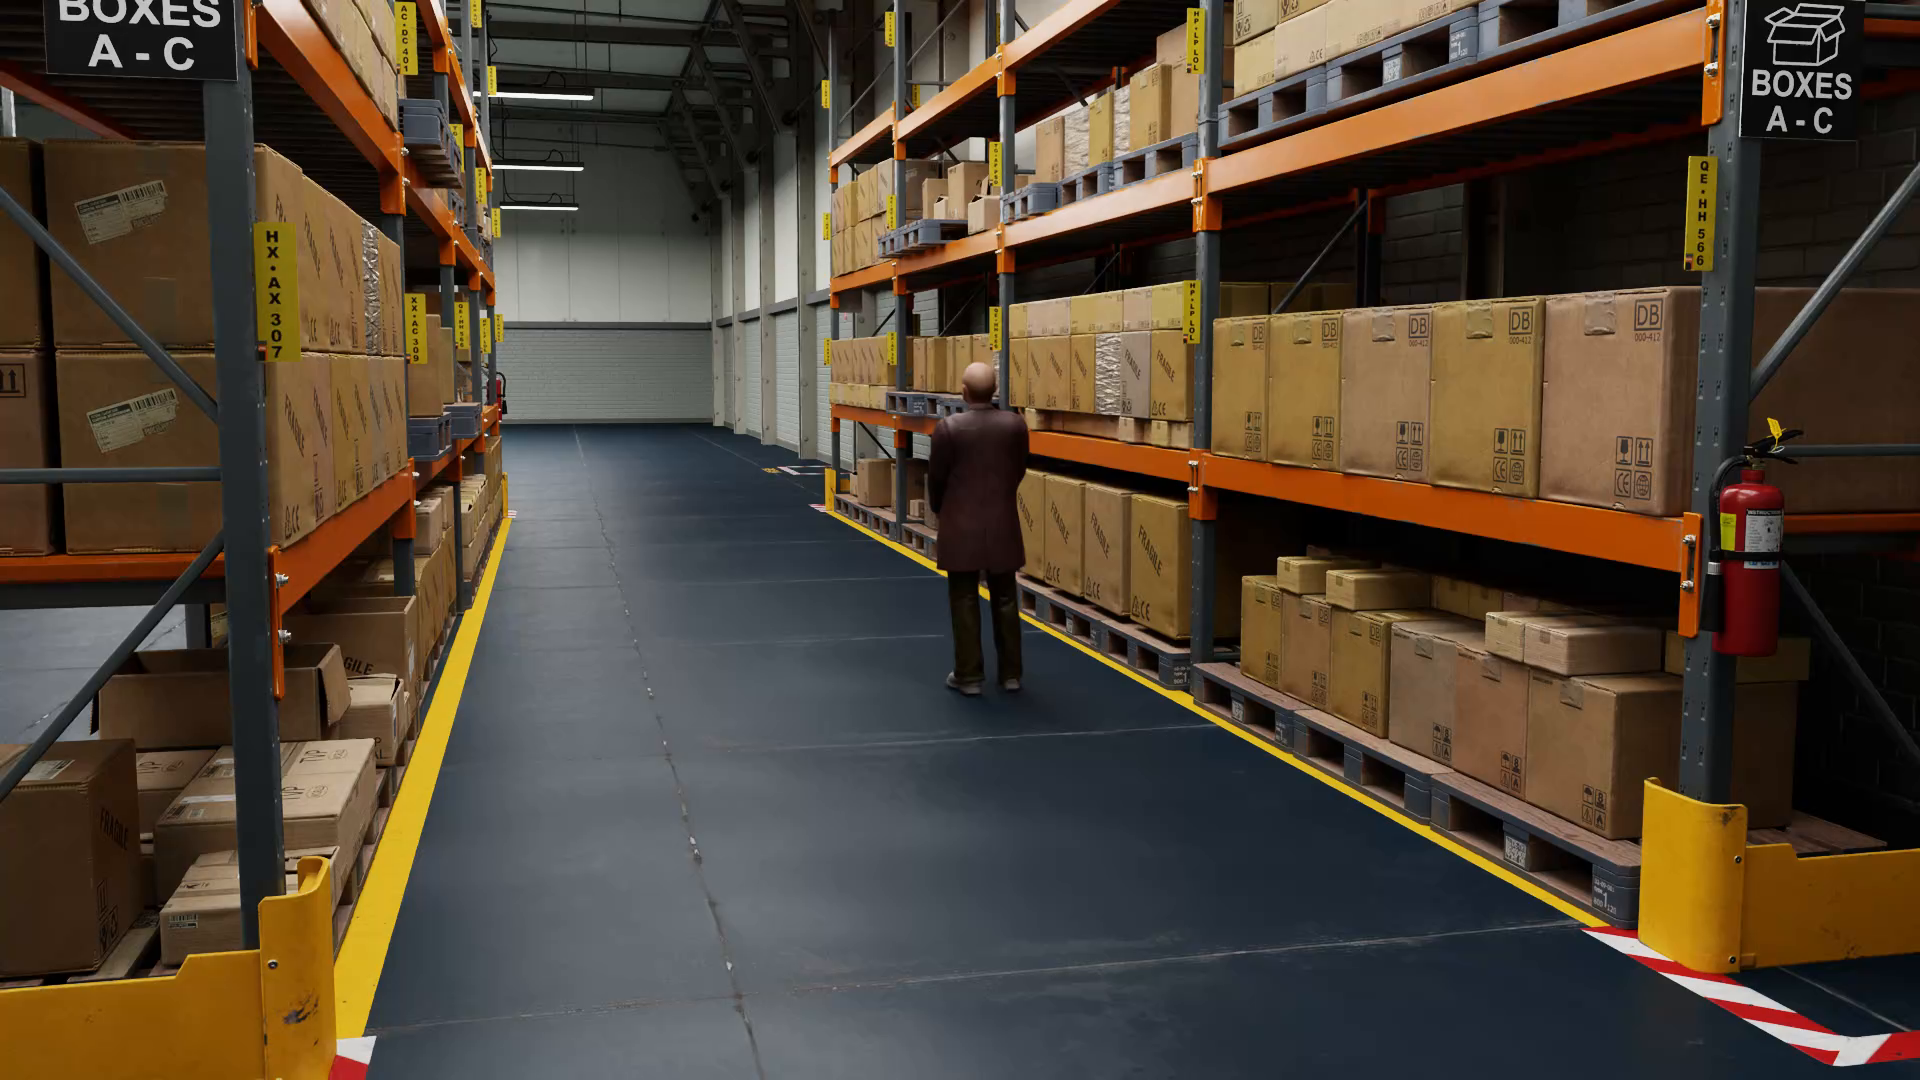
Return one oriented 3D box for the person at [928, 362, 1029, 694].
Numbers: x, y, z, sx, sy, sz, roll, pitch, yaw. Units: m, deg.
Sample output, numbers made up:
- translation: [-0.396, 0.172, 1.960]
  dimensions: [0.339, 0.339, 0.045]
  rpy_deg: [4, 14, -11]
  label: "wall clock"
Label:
- translation: [0.083, -0.067, 8.991]
  dimensions: [0.557, 1.780, 0.529]
  rpy_deg: [-1, 6, -13]
  label: "person"
